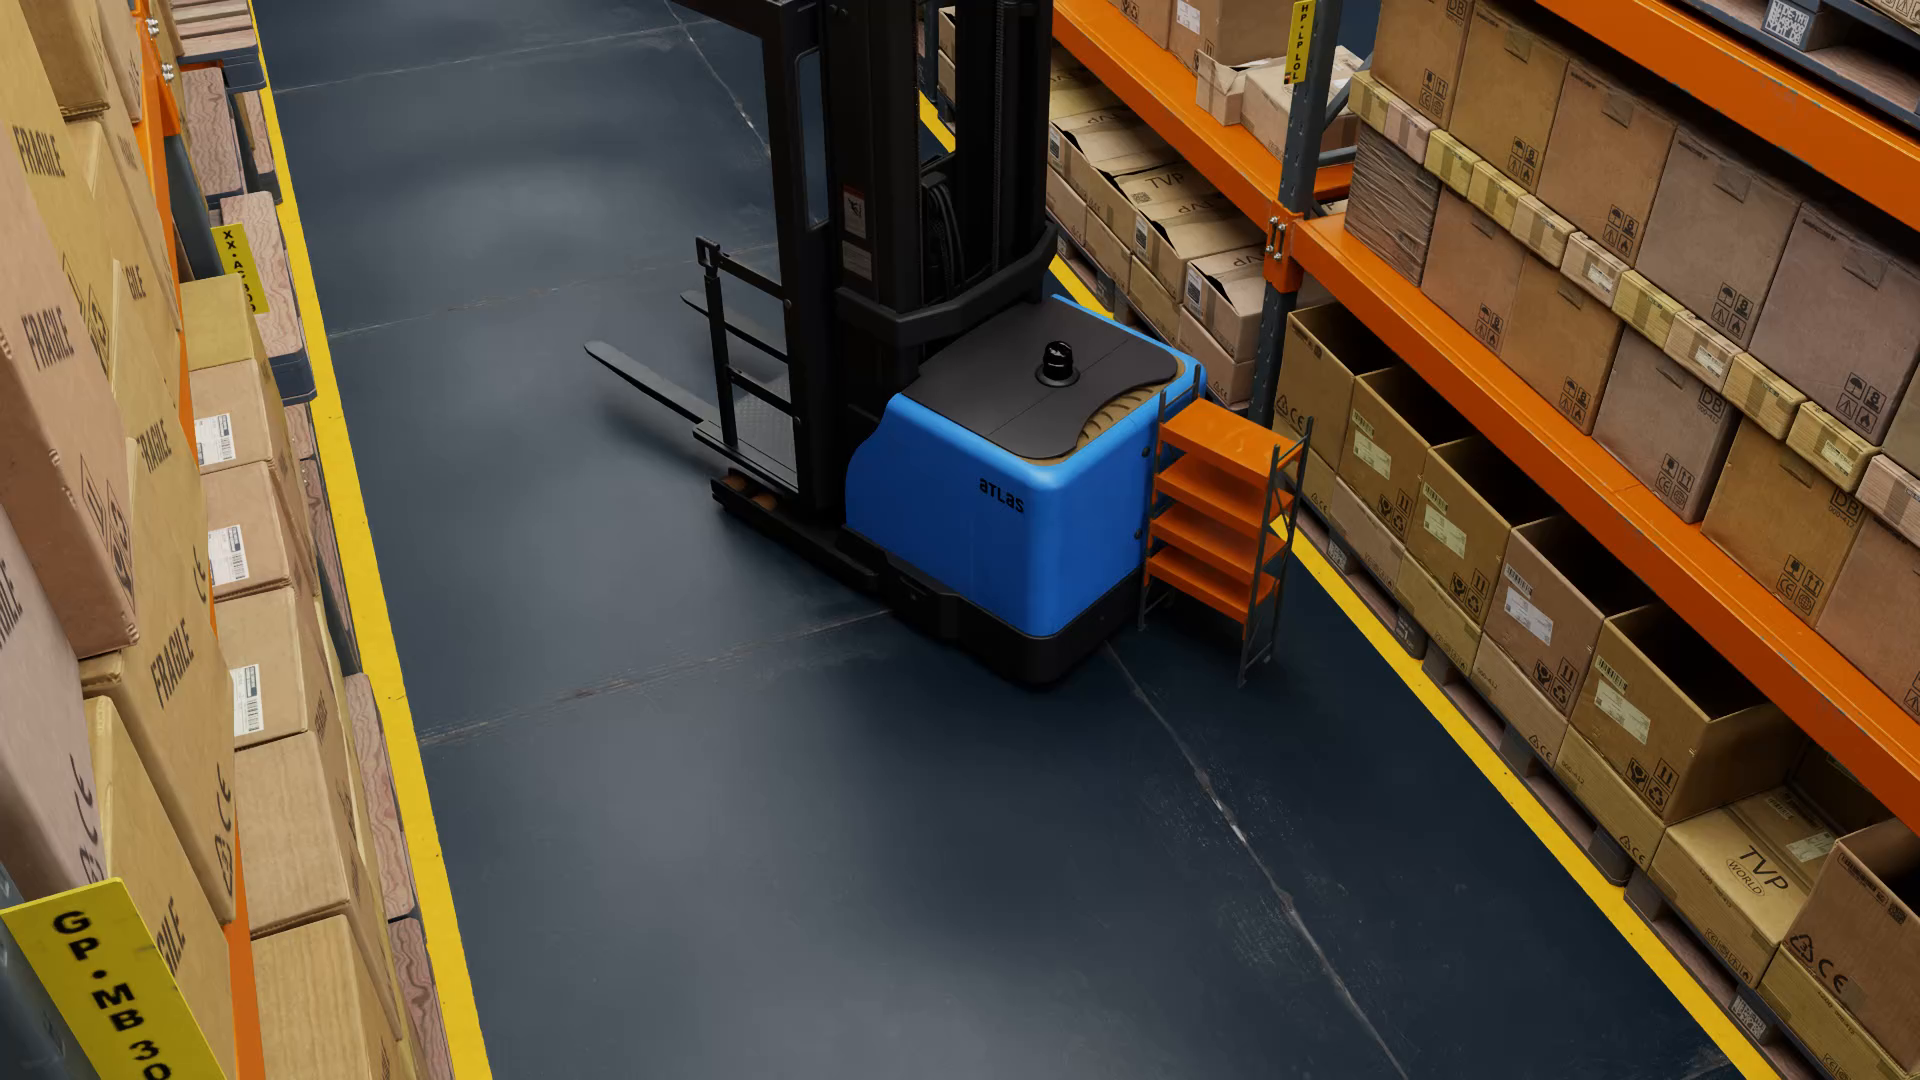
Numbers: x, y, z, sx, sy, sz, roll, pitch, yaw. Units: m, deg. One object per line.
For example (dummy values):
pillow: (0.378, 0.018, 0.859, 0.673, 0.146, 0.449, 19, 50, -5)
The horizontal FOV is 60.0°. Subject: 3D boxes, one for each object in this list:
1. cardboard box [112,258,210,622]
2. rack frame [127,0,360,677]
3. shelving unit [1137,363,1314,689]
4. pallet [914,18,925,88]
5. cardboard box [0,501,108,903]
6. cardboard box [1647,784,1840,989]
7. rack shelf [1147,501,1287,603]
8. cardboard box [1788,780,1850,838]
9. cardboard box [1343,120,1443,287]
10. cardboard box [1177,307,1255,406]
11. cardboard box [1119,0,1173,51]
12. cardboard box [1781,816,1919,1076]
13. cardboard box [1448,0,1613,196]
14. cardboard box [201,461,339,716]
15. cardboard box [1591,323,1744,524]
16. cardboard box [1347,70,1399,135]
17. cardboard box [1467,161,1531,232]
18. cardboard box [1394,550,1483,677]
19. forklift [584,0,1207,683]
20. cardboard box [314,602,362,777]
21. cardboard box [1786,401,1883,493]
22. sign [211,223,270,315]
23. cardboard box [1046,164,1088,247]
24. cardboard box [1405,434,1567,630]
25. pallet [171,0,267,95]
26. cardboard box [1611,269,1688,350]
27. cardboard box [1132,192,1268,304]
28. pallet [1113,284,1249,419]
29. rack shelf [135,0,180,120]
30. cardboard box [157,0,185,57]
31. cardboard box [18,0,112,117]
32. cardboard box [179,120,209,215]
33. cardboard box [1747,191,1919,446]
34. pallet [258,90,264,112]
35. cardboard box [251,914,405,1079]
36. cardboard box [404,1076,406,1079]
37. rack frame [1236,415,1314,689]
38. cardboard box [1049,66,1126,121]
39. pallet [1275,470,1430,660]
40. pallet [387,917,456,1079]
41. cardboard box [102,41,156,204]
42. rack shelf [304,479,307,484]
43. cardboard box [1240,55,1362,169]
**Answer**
cardboard box: (-1.526, -0.067, 2.634, 0.500, 0.500, 0.500, -13, 42, -15)
rack frame: (-2.784, -0.385, 5.398, 1.000, 3.000, 0.127, -15, 43, -17)
shelving unit: (0.994, -0.034, 6.370, 0.503, 1.200, 0.258, 30, 49, 30)
pallet: (0.010, -3.435, 11.083, 1.003, 0.211, 1.213, -15, 43, -17)
cardboard box: (-1.177, 0.170, 1.593, 0.500, 0.500, 0.500, -18, 44, -20)
cardboard box: (2.641, 1.122, 5.432, 0.500, 0.250, 0.500, -15, 43, -17)
rack shelf: (0.994, 0.017, 6.413, 0.480, 0.148, 0.258, 30, 49, 30)
cardboard box: (3.127, 0.991, 5.584, 0.500, 0.250, 0.500, -15, 43, -17)
cardboard box: (1.967, -1.396, 6.496, 0.700, 0.500, 0.500, -16, 43, -18)
cardboard box: (1.364, -0.918, 7.803, 0.500, 0.250, 0.500, -16, 43, -17)
cardboard box: (1.119, -2.747, 8.067, 0.500, 0.500, 0.500, -15, 43, -17)
cardboard box: (2.841, 1.136, 4.840, 0.500, 0.500, 0.500, -15, 43, -17)
cardboard box: (2.161, -1.584, 5.719, 0.700, 0.500, 0.500, -15, 43, -17)
cardboard box: (-1.939, 0.192, 4.250, 0.500, 0.500, 0.500, -16, 43, -18)
cardboard box: (2.560, -0.468, 5.417, 0.700, 0.500, 0.500, -14, 43, -16)
cardboard box: (1.715, -1.697, 6.349, 0.380, 0.149, 0.250, -15, 43, -17)
cardboard box: (2.013, -1.233, 5.810, 0.380, 0.149, 0.250, -15, 43, -17)
cardboard box: (2.061, 0.220, 6.481, 0.500, 0.250, 0.500, -15, 43, -17)
forklift: (-0.463, -1.382, 6.609, 3.031, 2.935, 1.130, 30, 49, 30)
cardboard box: (-1.933, 0.475, 4.497, 0.500, 0.250, 0.500, -15, 43, -17)
cardboard box: (2.605, -0.302, 4.726, 0.380, 0.149, 0.250, -14, 43, -16)
sign: (-2.286, -0.854, 5.278, 0.100, 0.325, 0.005, -15, 43, -17)
cardboard box: (0.783, -1.838, 8.873, 0.500, 0.250, 0.500, -14, 43, -16)
cardboard box: (2.062, -0.065, 6.236, 0.500, 0.500, 0.500, -15, 43, -17)
pallet: (-3.944, -2.320, 7.794, 1.213, 0.211, 1.003, -15, 43, -17)
cardboard box: (2.311, -0.765, 5.265, 0.380, 0.149, 0.250, -15, 43, -17)
cardboard box: (1.166, -1.437, 7.977, 0.500, 0.311, 0.500, -14, 43, -16)
pallet: (1.473, -1.000, 8.251, 1.003, 0.211, 1.213, -15, 43, -17)
rack shelf: (-3.550, -2.455, 6.055, 1.077, 0.370, 4.000, -15, 43, -17)
cardboard box: (-3.887, -2.389, 7.314, 0.700, 0.500, 0.500, -19, 44, -21)
cardboard box: (-1.913, -1.074, 3.039, 0.500, 0.500, 0.500, -17, 43, -18)
cardboard box: (-3.155, -1.244, 5.982, 0.700, 0.500, 0.500, -11, 42, -12)
cardboard box: (2.735, -0.679, 4.667, 0.700, 0.500, 0.500, -15, 43, -17)
pallet: (-5.010, -2.965, 10.536, 1.003, 0.211, 1.213, -15, 43, -17)
cardboard box: (-1.339, 1.126, 3.164, 0.500, 0.500, 0.500, -15, 43, -17)
cardboard box: (-1.359, 1.391, 3.432, 0.500, 0.250, 0.500, -16, 43, -18)
rack frame: (1.178, 0.071, 6.248, 0.015, 1.200, 0.240, 30, 49, 30)
cardboard box: (0.591, -2.352, 9.041, 0.500, 0.311, 0.500, -16, 43, -18)
pallet: (2.057, -0.077, 7.177, 1.003, 0.211, 1.213, -15, 43, -17)
pallet: (-2.024, 1.804, 4.991, 1.003, 0.211, 1.213, -15, 43, -17)
cardboard box: (-2.181, -1.018, 3.741, 0.500, 0.500, 0.500, -19, 44, -20)
rack shelf: (-2.019, 1.092, 4.231, 1.077, 0.370, 4.000, -15, 43, -17)
cardboard box: (1.562, -1.852, 7.219, 0.500, 0.250, 0.500, -13, 42, -14)
